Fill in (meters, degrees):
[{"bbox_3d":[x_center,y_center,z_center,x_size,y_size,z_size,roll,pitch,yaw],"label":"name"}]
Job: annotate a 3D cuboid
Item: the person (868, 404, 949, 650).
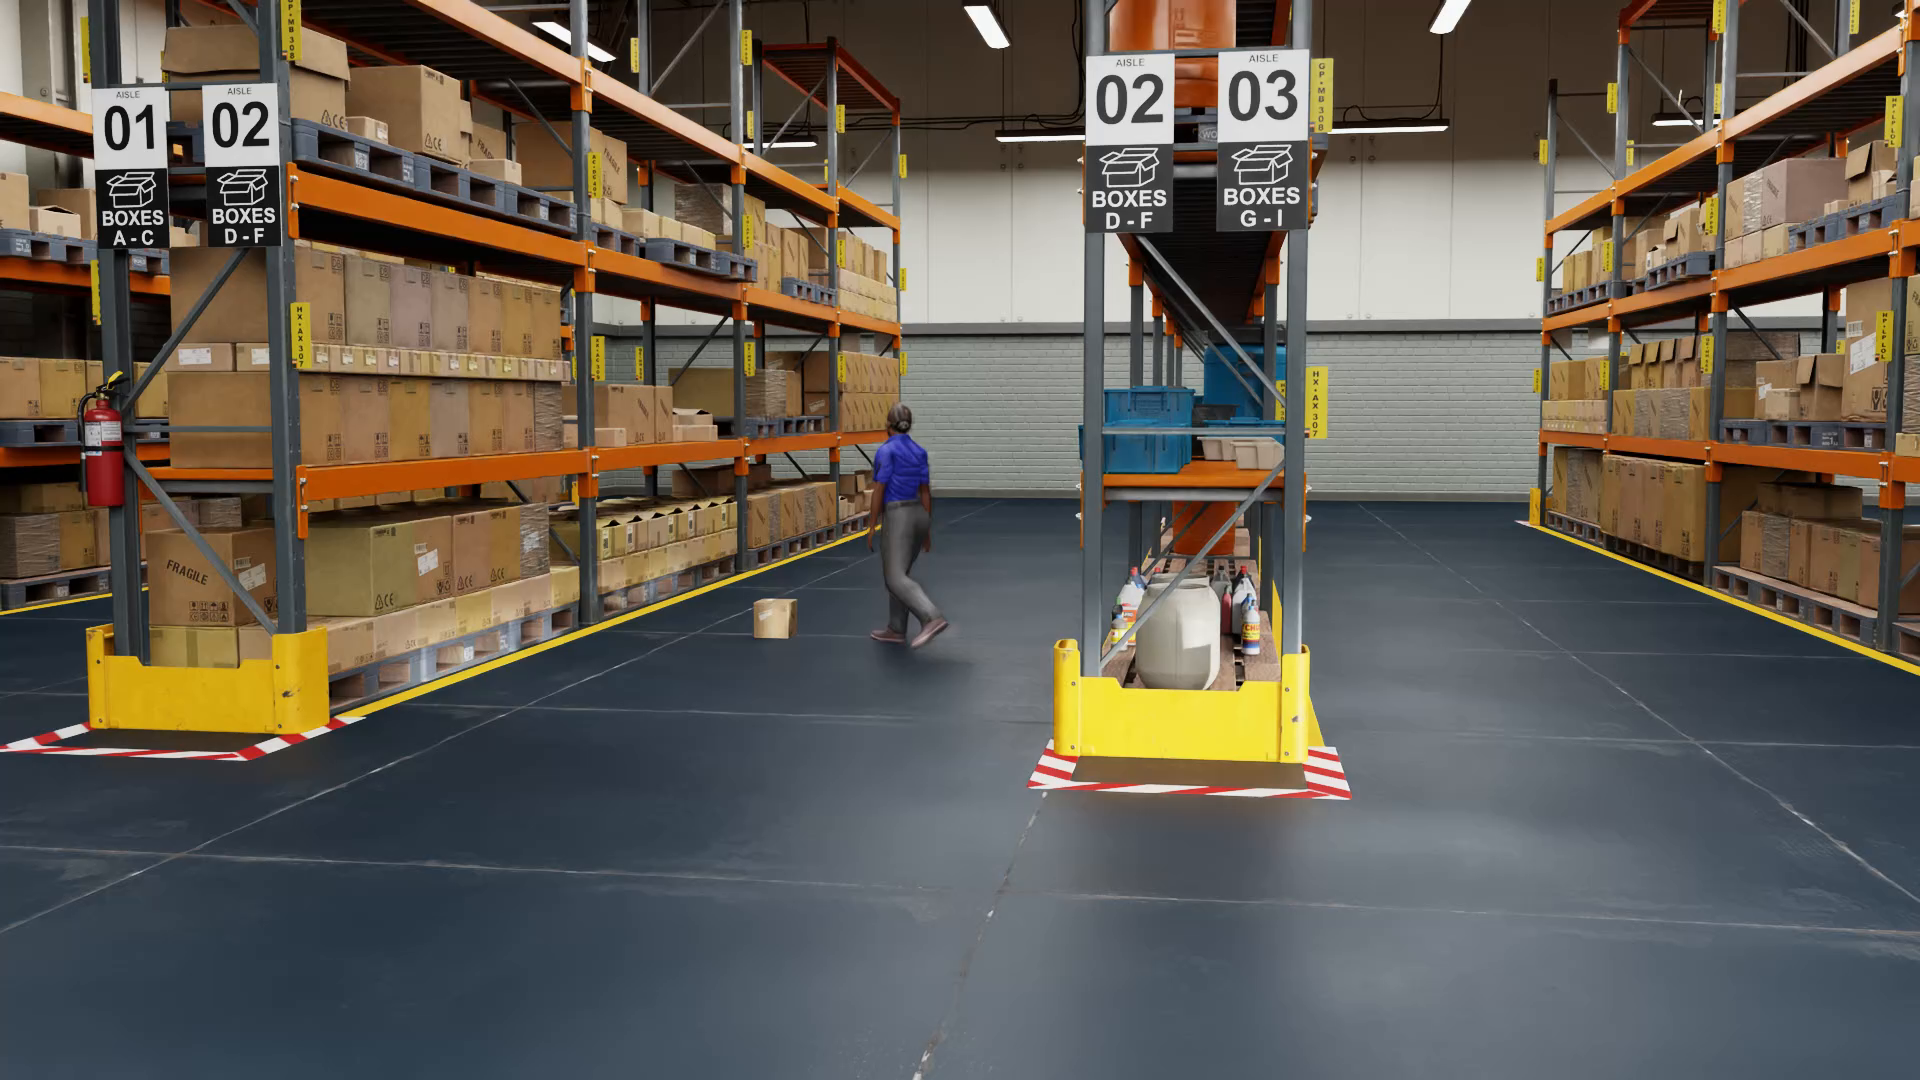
[{"bbox_3d":[-0.368,-0.088,11.010,0.881,1.619,0.590,3,6,37],"label":"person"}]
